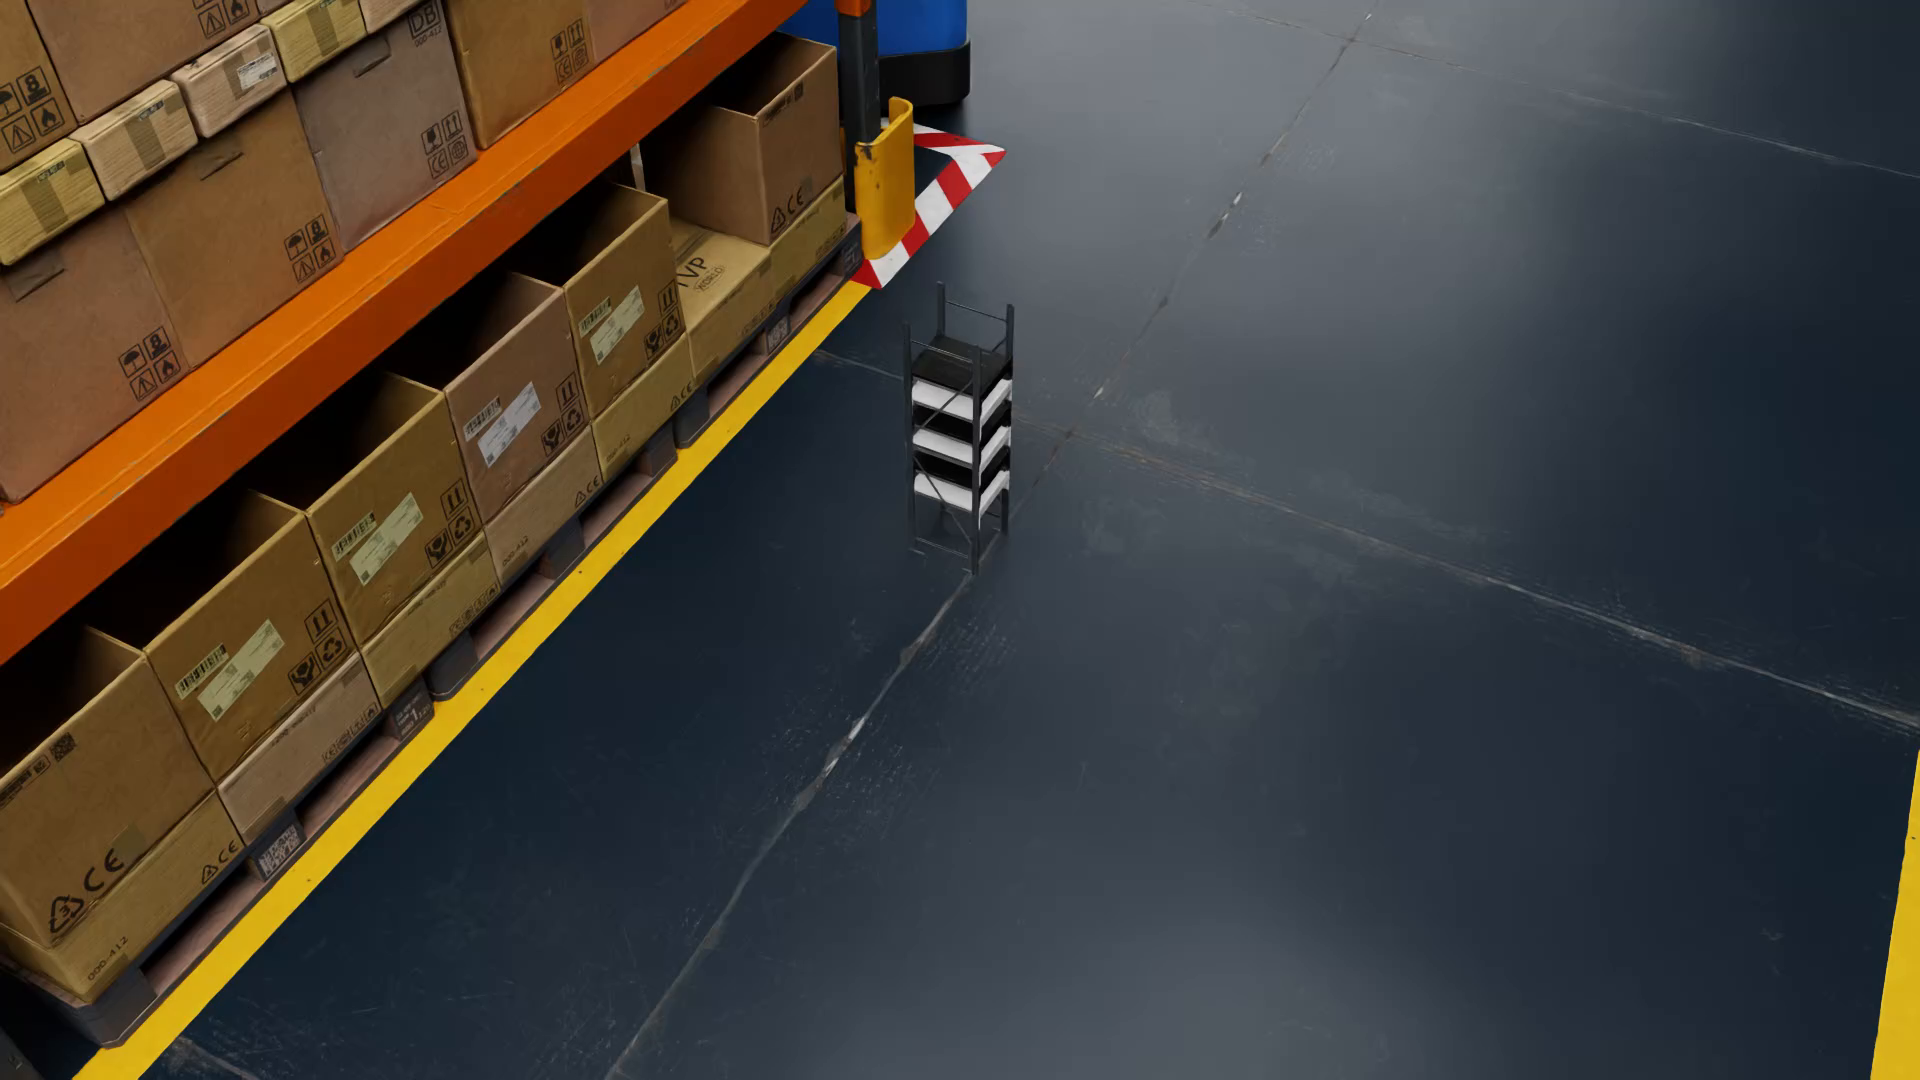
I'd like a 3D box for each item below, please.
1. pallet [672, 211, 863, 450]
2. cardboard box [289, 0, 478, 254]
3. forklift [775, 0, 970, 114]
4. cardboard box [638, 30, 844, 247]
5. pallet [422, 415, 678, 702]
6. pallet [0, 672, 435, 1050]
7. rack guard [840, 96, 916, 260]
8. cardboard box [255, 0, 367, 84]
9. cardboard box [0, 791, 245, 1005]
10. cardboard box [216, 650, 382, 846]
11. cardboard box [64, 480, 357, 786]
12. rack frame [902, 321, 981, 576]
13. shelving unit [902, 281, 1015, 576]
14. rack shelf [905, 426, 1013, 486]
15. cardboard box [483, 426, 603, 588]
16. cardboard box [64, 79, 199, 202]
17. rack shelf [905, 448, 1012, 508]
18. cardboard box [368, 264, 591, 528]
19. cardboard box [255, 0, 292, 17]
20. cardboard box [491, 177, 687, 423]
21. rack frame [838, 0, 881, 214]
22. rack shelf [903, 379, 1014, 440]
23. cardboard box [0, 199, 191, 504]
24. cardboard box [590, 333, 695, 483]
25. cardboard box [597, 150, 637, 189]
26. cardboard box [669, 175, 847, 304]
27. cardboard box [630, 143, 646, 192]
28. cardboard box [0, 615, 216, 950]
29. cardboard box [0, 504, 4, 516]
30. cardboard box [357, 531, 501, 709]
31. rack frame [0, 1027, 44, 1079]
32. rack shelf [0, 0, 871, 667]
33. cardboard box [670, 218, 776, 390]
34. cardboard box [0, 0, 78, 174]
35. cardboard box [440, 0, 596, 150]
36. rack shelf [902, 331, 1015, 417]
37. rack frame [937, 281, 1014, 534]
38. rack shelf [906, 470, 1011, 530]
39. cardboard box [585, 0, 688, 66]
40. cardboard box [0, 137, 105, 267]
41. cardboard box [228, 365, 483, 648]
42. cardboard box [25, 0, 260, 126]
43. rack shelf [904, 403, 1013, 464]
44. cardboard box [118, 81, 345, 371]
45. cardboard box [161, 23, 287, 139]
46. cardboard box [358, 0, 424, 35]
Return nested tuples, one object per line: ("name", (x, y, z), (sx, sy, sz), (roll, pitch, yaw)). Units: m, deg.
("pallet", (-1.077, -0.909, 6.000), (1.003, 0.211, 1.213), (20, 49, 19))
("cardboard box", (-1.703, -1.154, 4.211), (0.700, 0.500, 0.500), (22, 49, 20))
("forklift", (-0.736, -3.810, 6.954), (1.130, 2.935, 3.031), (-8, 46, -7))
("cardboard box", (-0.744, -1.393, 5.629), (0.500, 0.500, 0.500), (20, 49, 19))
("pallet", (-1.644, -0.143, 5.243), (1.003, 0.211, 1.213), (20, 49, 19))
("pallet", (-2.210, 0.628, 4.481), (1.003, 0.211, 1.213), (20, 49, 19))
("rack guard", (-0.748, -1.521, 6.402), (1.175, 0.500, 0.348), (20, 49, 19))
("cardboard box", (-1.604, -1.210, 3.811), (0.380, 0.149, 0.250), (20, 49, 19))
("cardboard box", (-2.132, 0.762, 4.026), (0.500, 0.250, 0.500), (20, 49, 19))
("cardboard box", (-1.895, 0.449, 4.335), (0.500, 0.250, 0.500), (20, 49, 19))
("cardboard box", (-1.898, 0.184, 4.070), (0.500, 0.500, 0.500), (20, 49, 19))
("rack frame", (-0.051, -0.247, 4.862), (0.240, 0.900, 0.006), (20, 49, 19))
("shelving unit", (-0.004, -0.311, 4.925), (0.258, 0.900, 0.210), (20, 49, 19))
("rack shelf", (-0.004, -0.288, 4.949), (0.258, 0.077, 0.200), (20, 49, 19))
("cardboard box", (-1.432, -0.181, 4.958), (0.500, 0.250, 0.500), (20, 49, 19))
("cardboard box", (-1.846, -0.877, 3.482), (0.380, 0.149, 0.250), (19, 48, 18))
("rack shelf", (-0.004, -0.225, 5.013), (0.258, 0.077, 0.200), (20, 49, 19))
("cardboard box", (-1.429, -0.444, 4.690), (0.500, 0.500, 0.500), (20, 49, 19))
("cardboard box", (-1.717, -1.586, 3.726), (0.700, 0.500, 0.500), (20, 49, 19))
("cardboard box", (-1.196, -0.758, 5.001), (0.500, 0.500, 0.500), (20, 49, 19))
("rack frame", (-0.759, -2.385, 5.498), (1.000, 3.000, 0.127), (20, 49, 19))
("rack shelf", (-0.004, -0.414, 4.821), (0.258, 0.077, 0.200), (20, 49, 19))
("cardboard box", (-2.176, -0.516, 3.581), (0.700, 0.500, 0.500), (20, 49, 19))
("cardboard box", (-1.198, -0.496, 5.269), (0.500, 0.250, 0.500), (20, 49, 19))
("cardboard box", (-1.435, -1.249, 5.486), (0.500, 0.500, 0.500), (20, 49, 19))
("cardboard box", (-0.746, -1.130, 5.896), (0.500, 0.250, 0.500), (20, 49, 19))
("cardboard box", (-1.205, -1.301, 6.065), (0.500, 0.250, 0.500), (20, 49, 19))
("cardboard box", (-2.123, 0.502, 3.756), (0.500, 0.500, 0.500), (20, 49, 19))
("cardboard box", (-2.415, -0.181, 3.250), (0.700, 0.500, 0.500), (19, 48, 18))
("cardboard box", (-1.659, 0.136, 4.645), (0.500, 0.250, 0.500), (20, 49, 19))
("rack frame", (-2.613, 0.136, 3.006), (0.949, 2.616, 0.053), (20, 49, 19))
("rack shelf", (-1.687, -0.872, 4.508), (1.077, 0.370, 4.000), (20, 49, 19))
("cardboard box", (-0.968, -0.811, 5.581), (0.500, 0.250, 0.500), (20, 49, 19))
("cardboard box", (-2.182, -0.956, 3.104), (0.700, 0.500, 0.500), (20, 49, 19))
("cardboard box", (-1.462, -1.487, 4.540), (0.700, 0.500, 0.500), (21, 49, 19))
("rack shelf", (-0.004, -0.478, 4.757), (0.258, 0.077, 0.200), (20, 49, 19))
("rack frame", (0.043, -0.375, 4.988), (0.240, 0.900, 0.006), (20, 49, 19))
("rack shelf", (-0.004, -0.161, 5.077), (0.258, 0.077, 0.200), (20, 49, 19))
("cardboard box", (-1.227, -1.797, 4.847), (0.700, 0.500, 0.500), (22, 49, 20))
("cardboard box", (-1.964, -0.720, 3.326), (0.380, 0.149, 0.250), (20, 49, 19))
("cardboard box", (-1.659, -0.128, 4.378), (0.500, 0.500, 0.500), (20, 49, 19))
("cardboard box", (-1.949, -1.272, 3.415), (0.700, 0.500, 0.500), (20, 49, 19))
("rack shelf", (-0.004, -0.351, 4.885), (0.258, 0.077, 0.200), (20, 49, 19))
("cardboard box", (-1.940, -0.831, 3.892), (0.700, 0.500, 0.500), (21, 49, 20))
("cardboard box", (-1.725, -1.046, 3.649), (0.380, 0.149, 0.250), (19, 48, 18))
("cardboard box", (-1.486, -1.366, 3.965), (0.380, 0.149, 0.250), (20, 49, 19))
